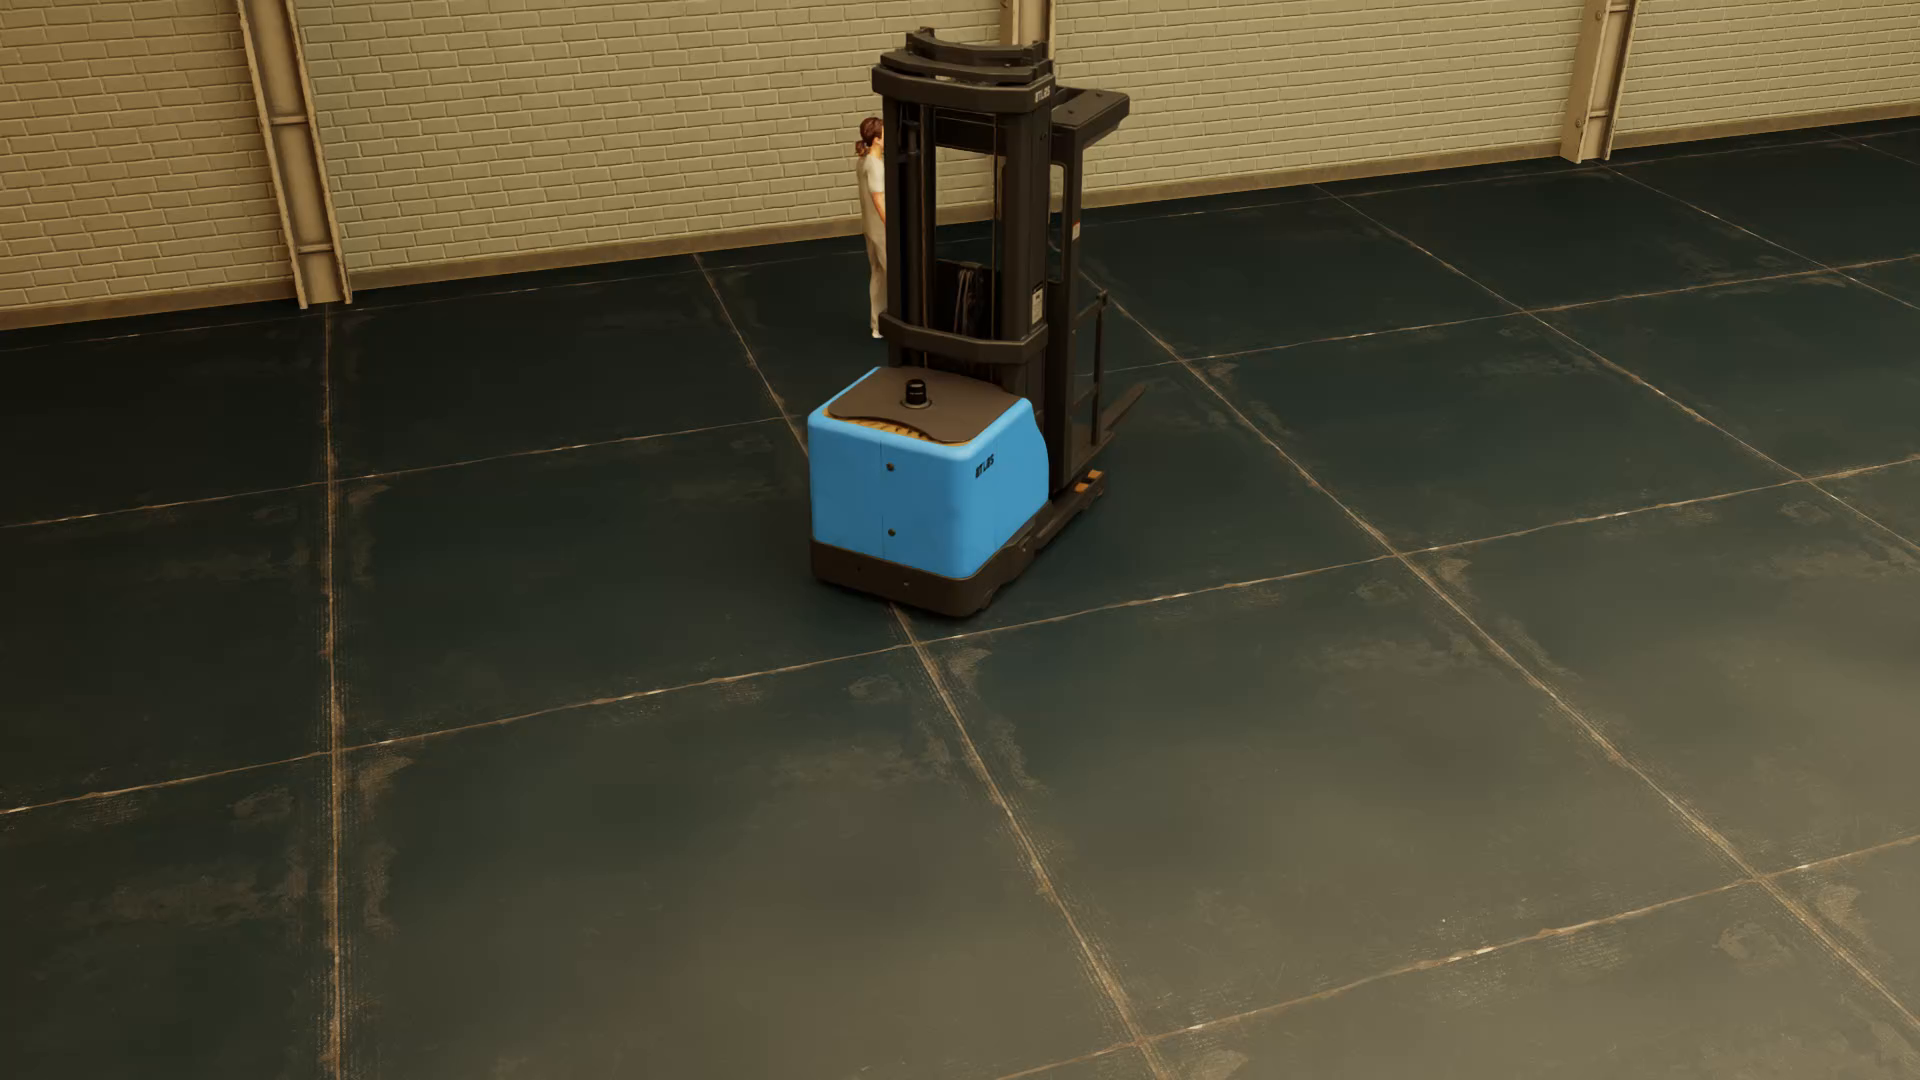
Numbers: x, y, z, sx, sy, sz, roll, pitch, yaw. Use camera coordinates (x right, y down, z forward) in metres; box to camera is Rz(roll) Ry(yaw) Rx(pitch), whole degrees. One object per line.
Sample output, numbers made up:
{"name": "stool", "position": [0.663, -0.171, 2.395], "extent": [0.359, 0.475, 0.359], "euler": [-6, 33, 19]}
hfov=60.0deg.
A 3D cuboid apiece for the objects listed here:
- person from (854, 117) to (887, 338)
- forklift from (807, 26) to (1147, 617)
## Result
{"name": "person", "position": [-0.507, -2.303, 12.347], "extent": [0.536, 1.679, 0.566], "euler": [-10, 31, -17]}
{"name": "forklift", "position": [0.281, -1.555, 9.790], "extent": [1.130, 2.935, 3.031], "euler": [15, 33, 24]}
